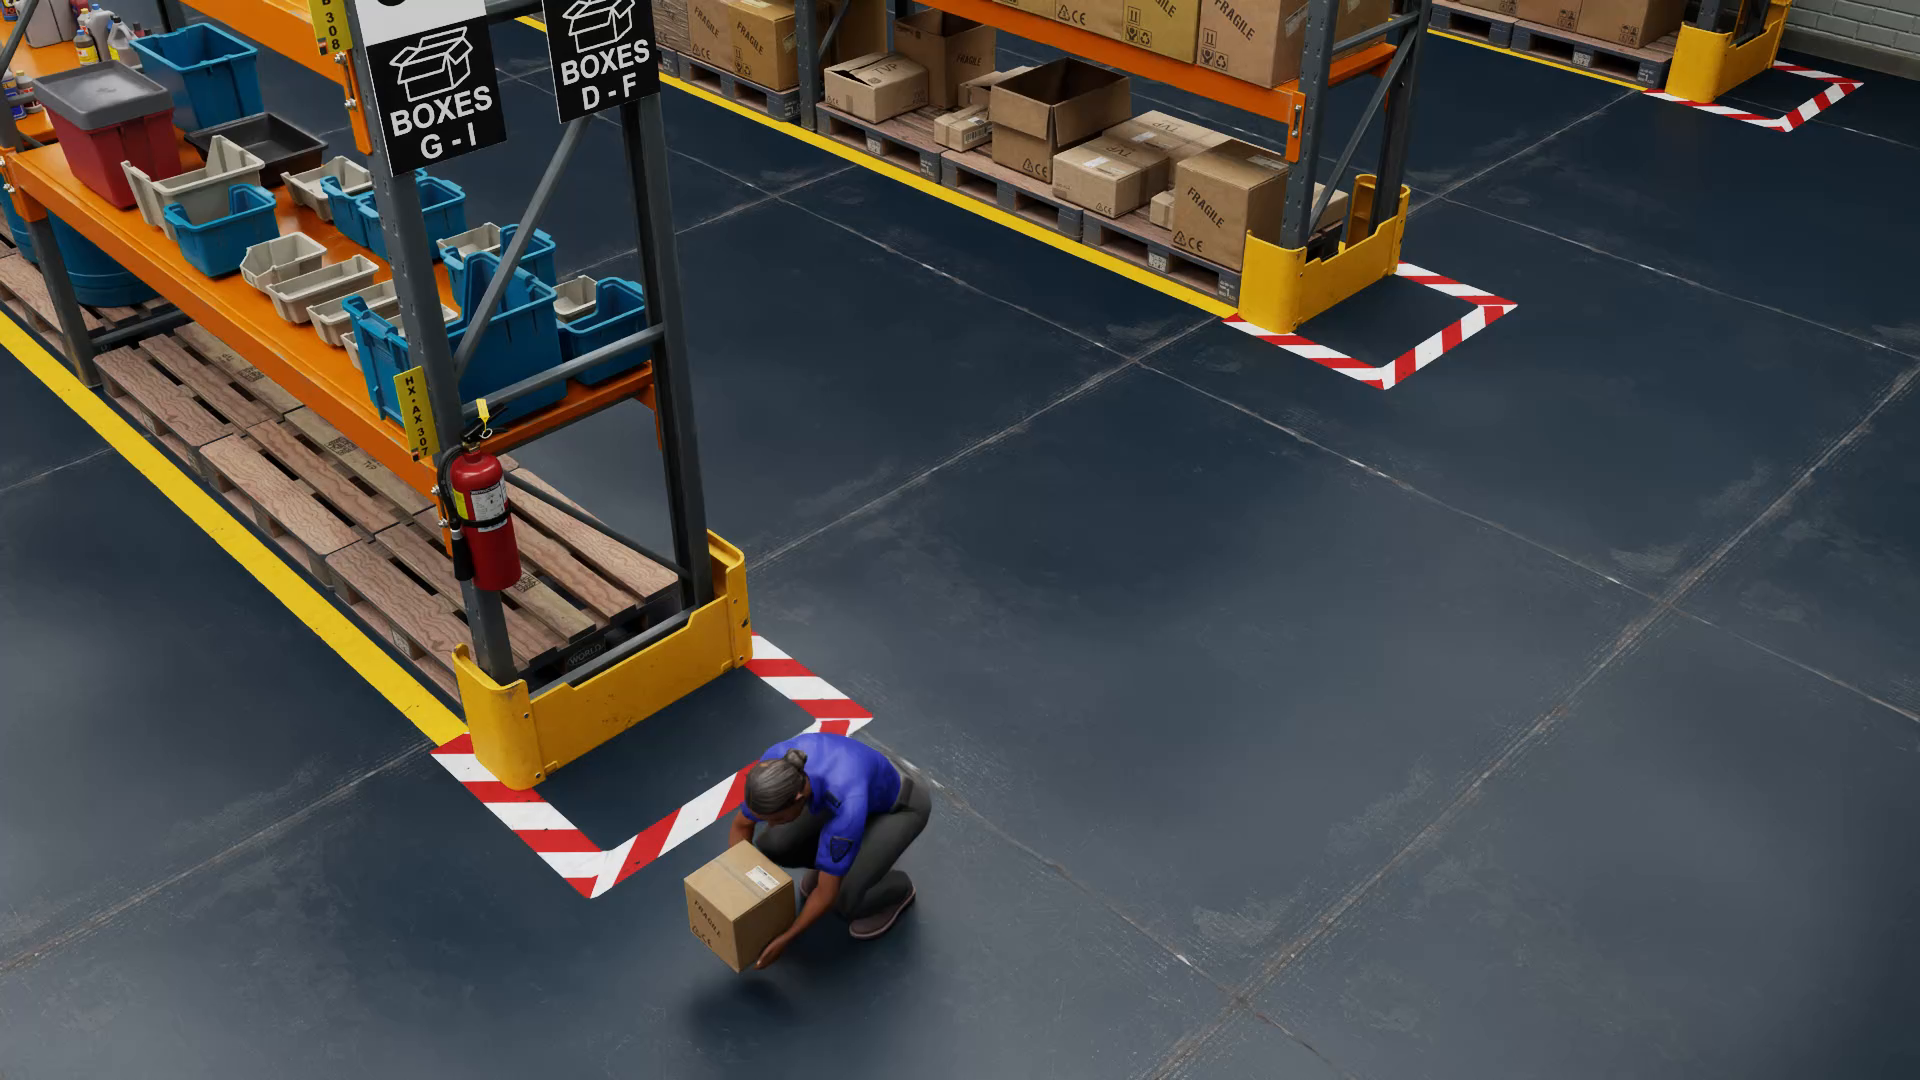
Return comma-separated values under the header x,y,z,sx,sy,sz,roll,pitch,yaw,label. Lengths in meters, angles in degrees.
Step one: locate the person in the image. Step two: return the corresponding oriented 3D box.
x,y,z,sx,sy,sz,roll,pitch,yaw,label
-0.446,0.947,5.478,0.499,0.916,0.827,30,45,35,person
